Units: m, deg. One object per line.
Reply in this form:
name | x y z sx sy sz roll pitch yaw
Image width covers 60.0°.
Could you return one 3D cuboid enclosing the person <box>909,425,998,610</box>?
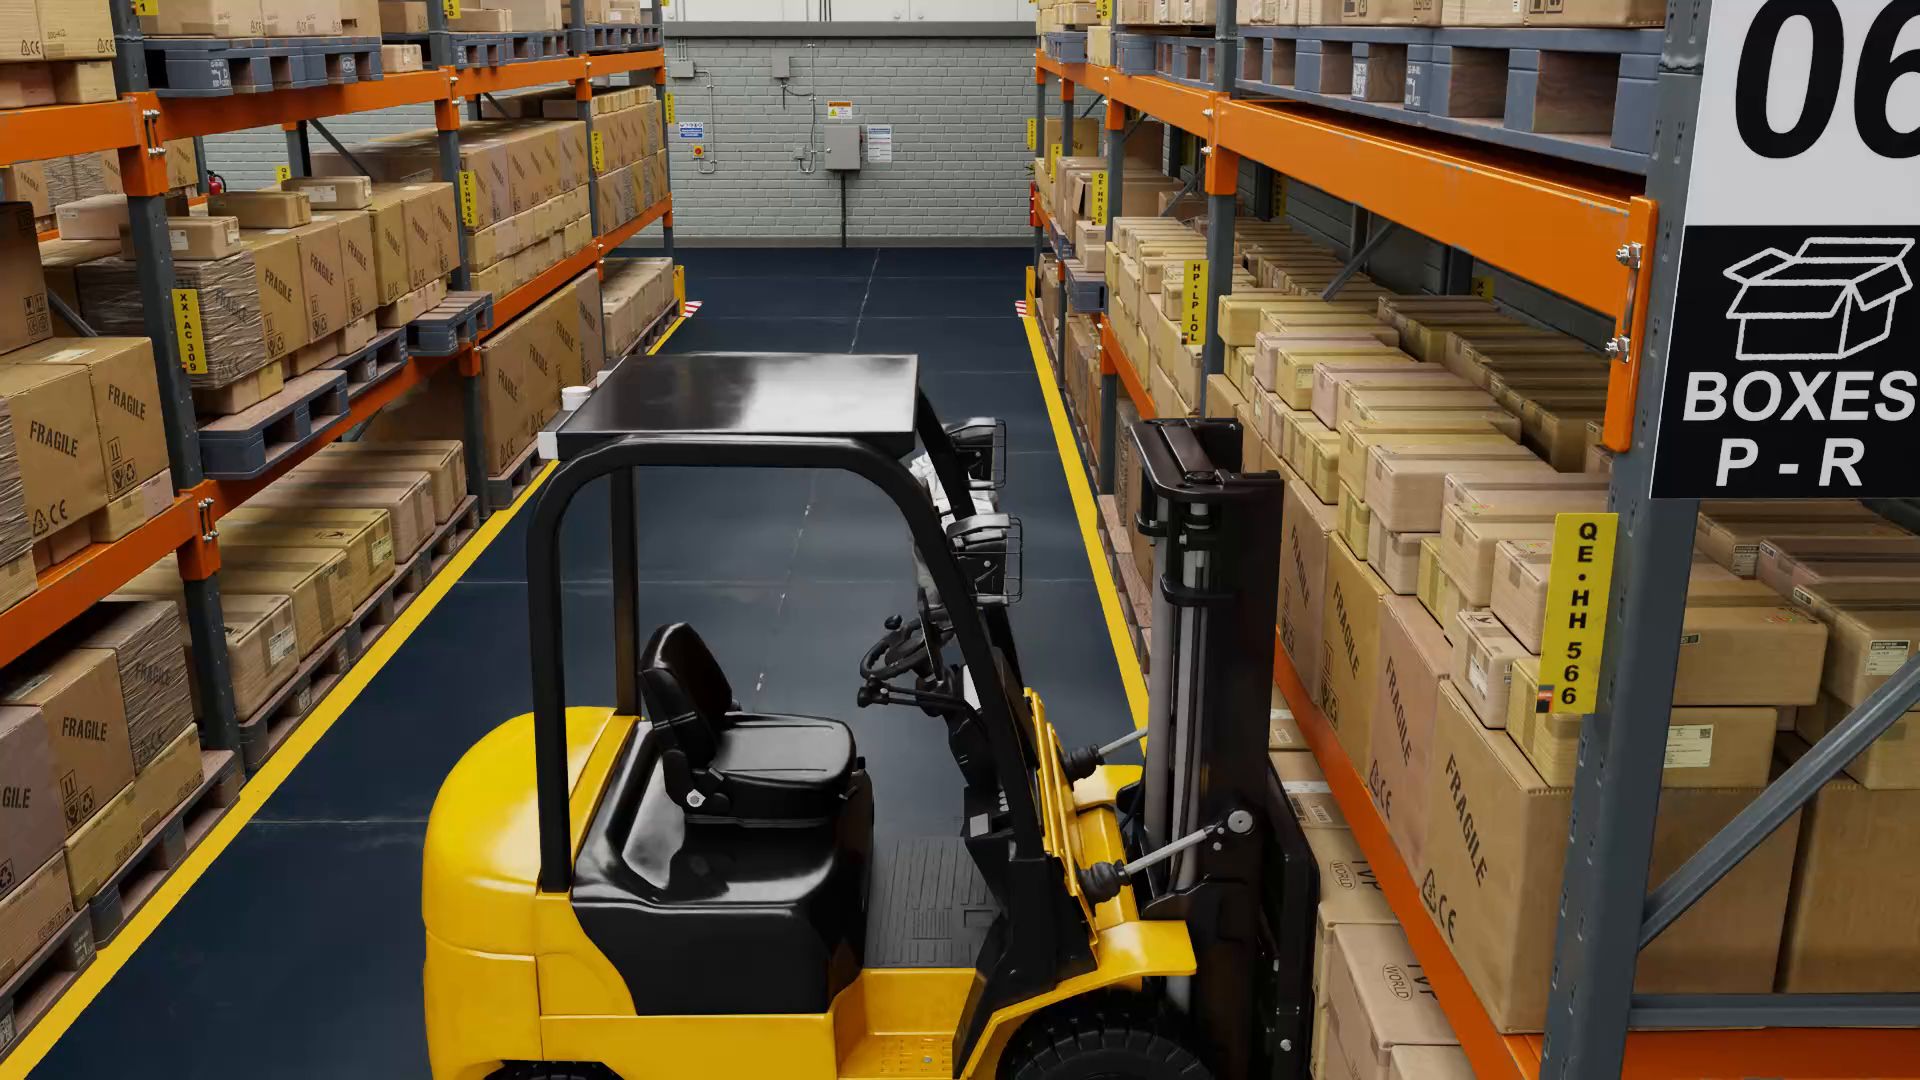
person | -0.033 -0.120 9.189 0.537 0.930 0.856 0 17 1
